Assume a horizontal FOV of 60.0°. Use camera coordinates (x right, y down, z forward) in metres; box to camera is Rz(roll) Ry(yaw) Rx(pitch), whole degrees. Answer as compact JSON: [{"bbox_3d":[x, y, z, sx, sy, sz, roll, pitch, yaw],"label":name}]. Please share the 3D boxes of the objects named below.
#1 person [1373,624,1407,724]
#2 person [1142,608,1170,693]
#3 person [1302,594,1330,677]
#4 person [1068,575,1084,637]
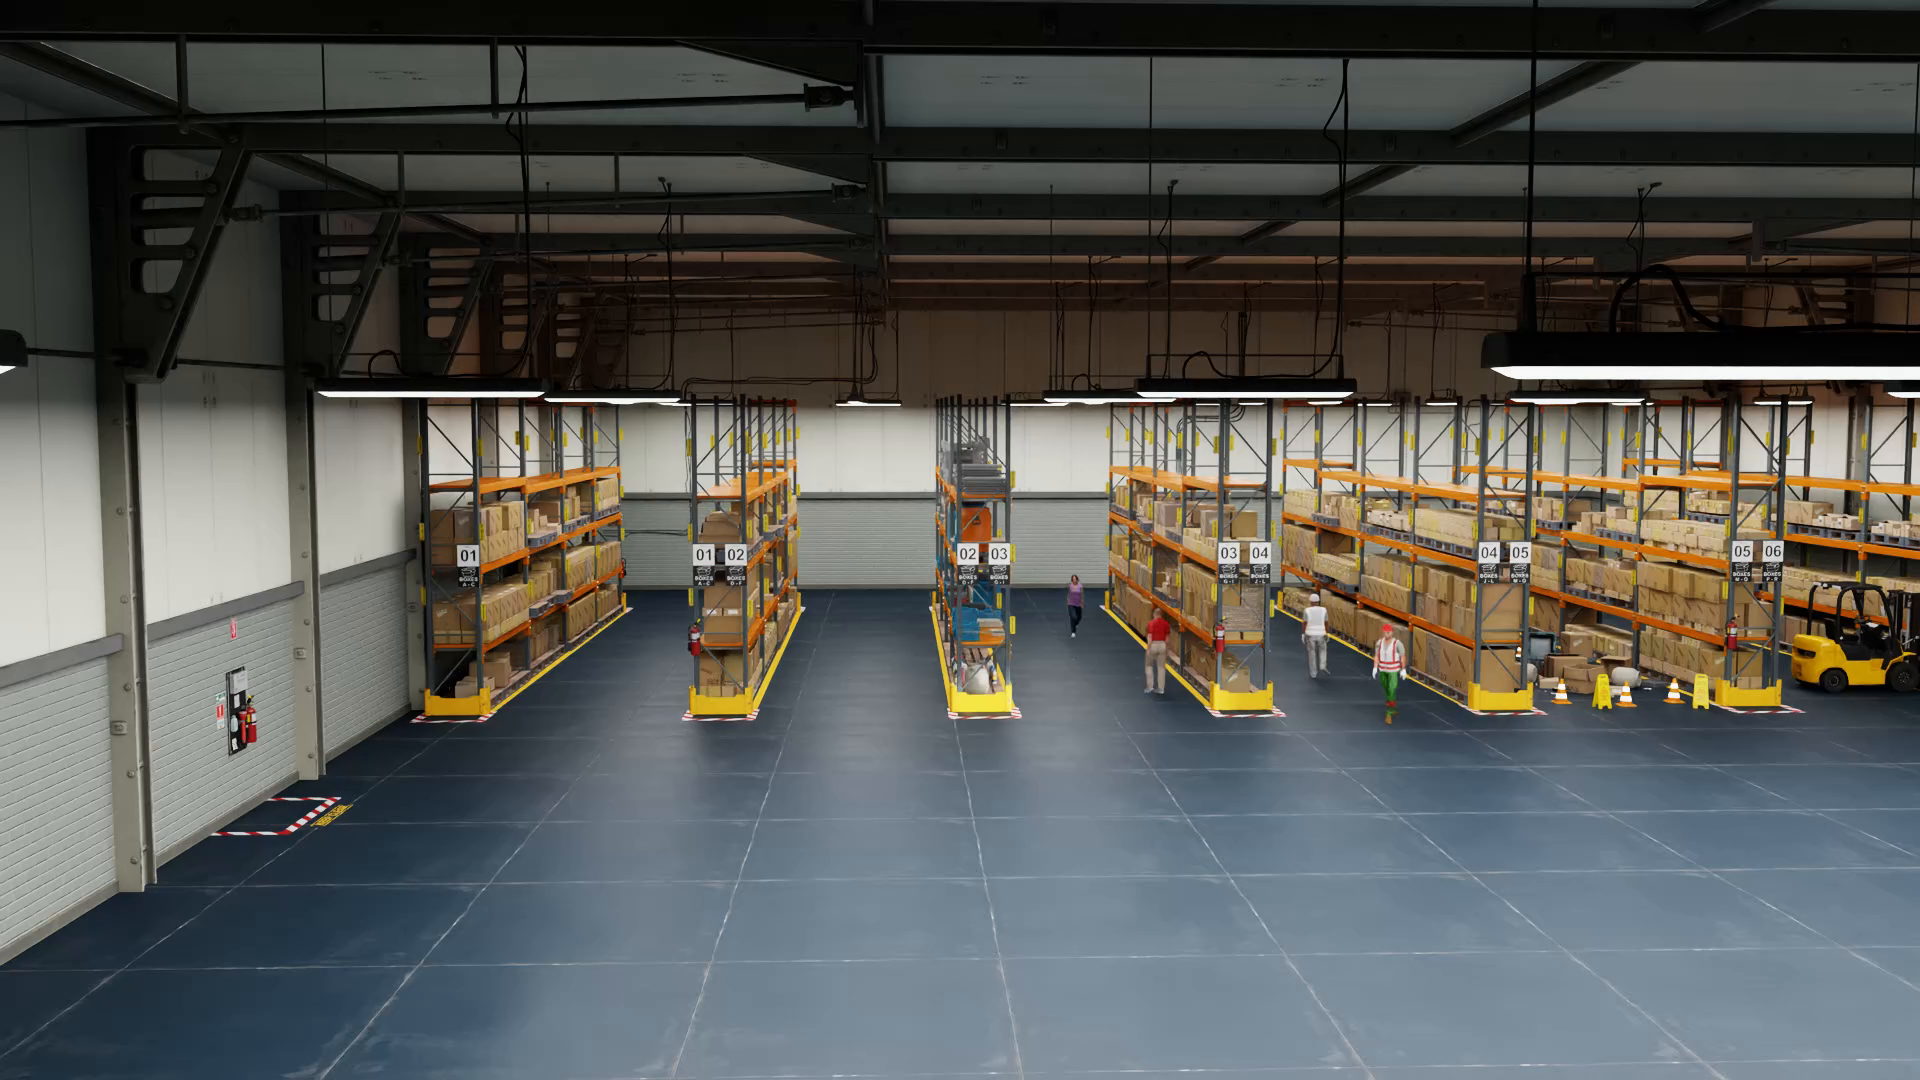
[{"bbox_3d":[7.883,2.423,30.601,0.561,1.768,0.857,4,6,44],"label":"person"},{"bbox_3d":[3.994,2.259,33.524,0.545,1.784,0.599,-1,5,-10],"label":"person"},{"bbox_3d":[7.595,2.043,35.496,0.586,1.785,0.521,0,4,0],"label":"person"},{"bbox_3d":[2.908,1.633,41.875,0.418,1.563,0.768,0,5,-4],"label":"person"}]
